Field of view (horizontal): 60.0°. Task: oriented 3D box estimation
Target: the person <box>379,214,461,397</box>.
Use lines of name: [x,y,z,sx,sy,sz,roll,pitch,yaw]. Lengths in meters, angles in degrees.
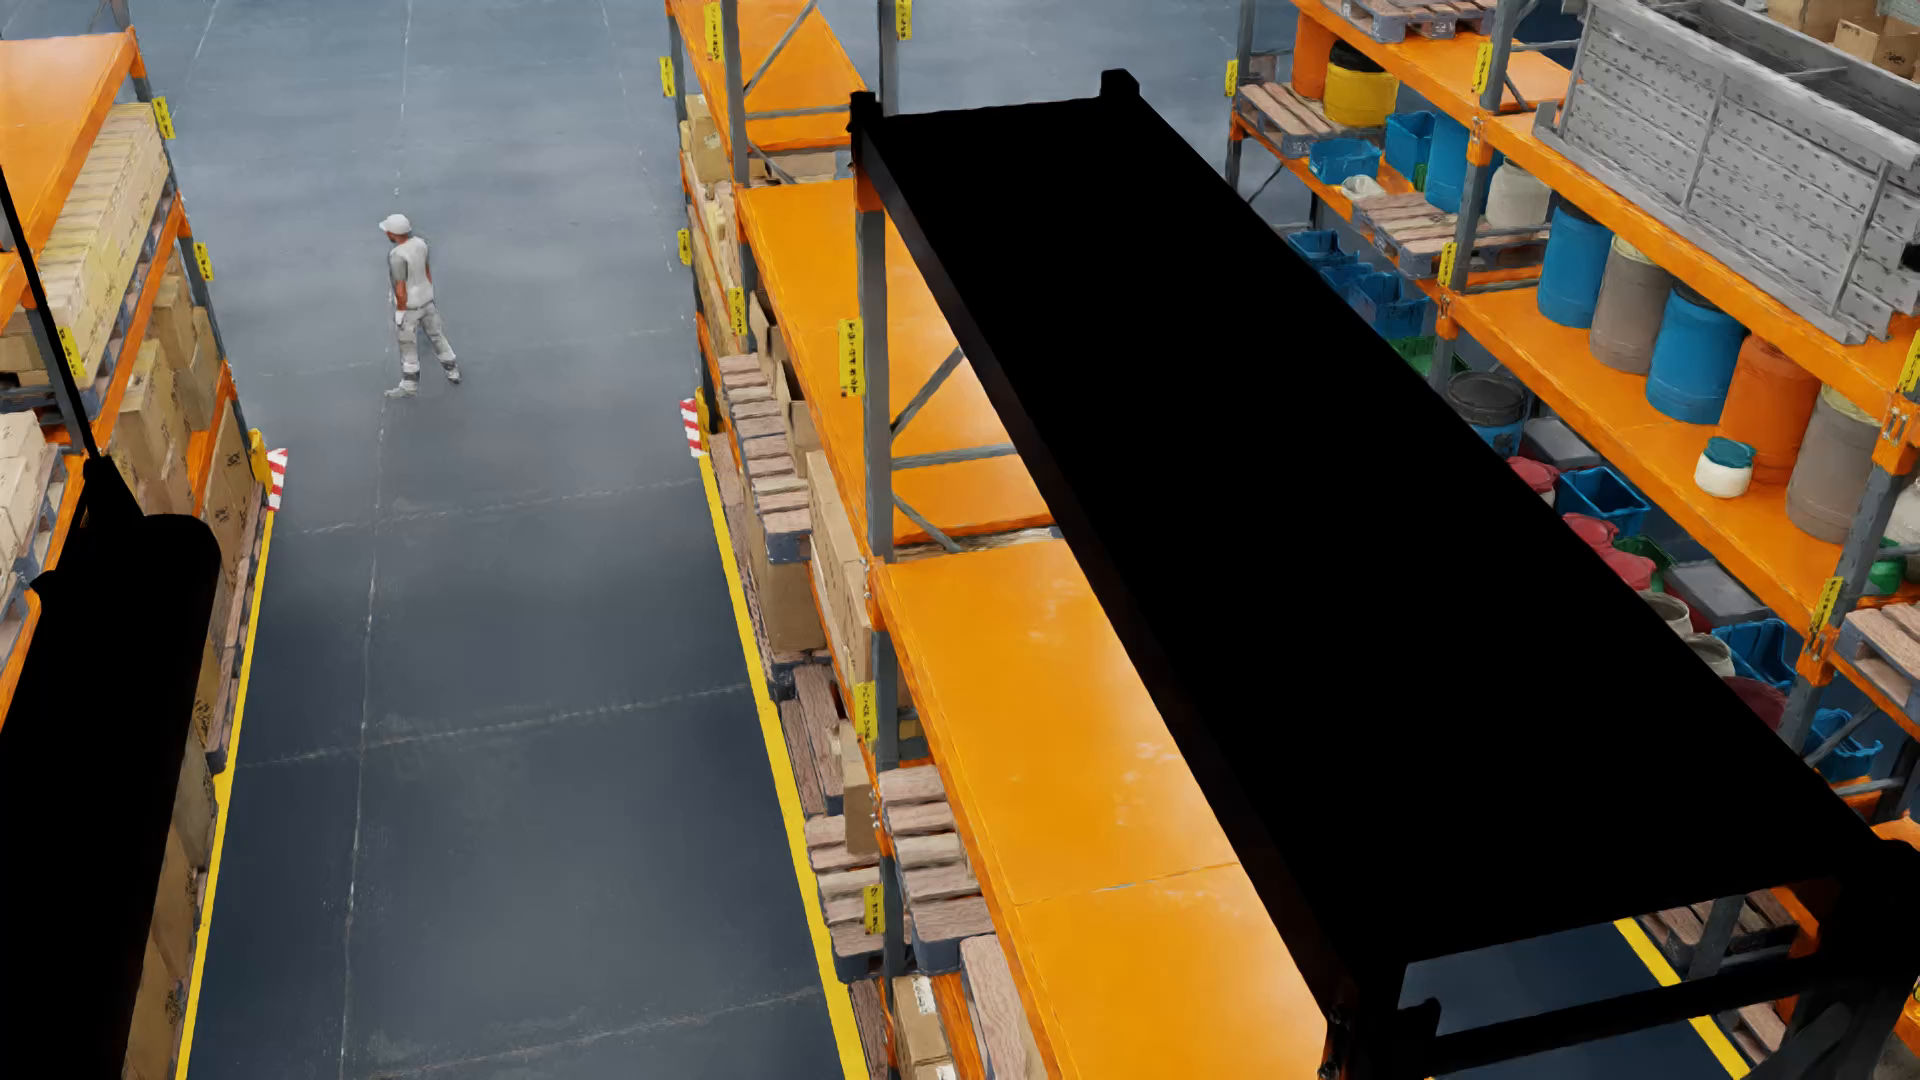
person: [-5.196,-2.233,15.751,0.529,1.784,0.702,11,36,16]
